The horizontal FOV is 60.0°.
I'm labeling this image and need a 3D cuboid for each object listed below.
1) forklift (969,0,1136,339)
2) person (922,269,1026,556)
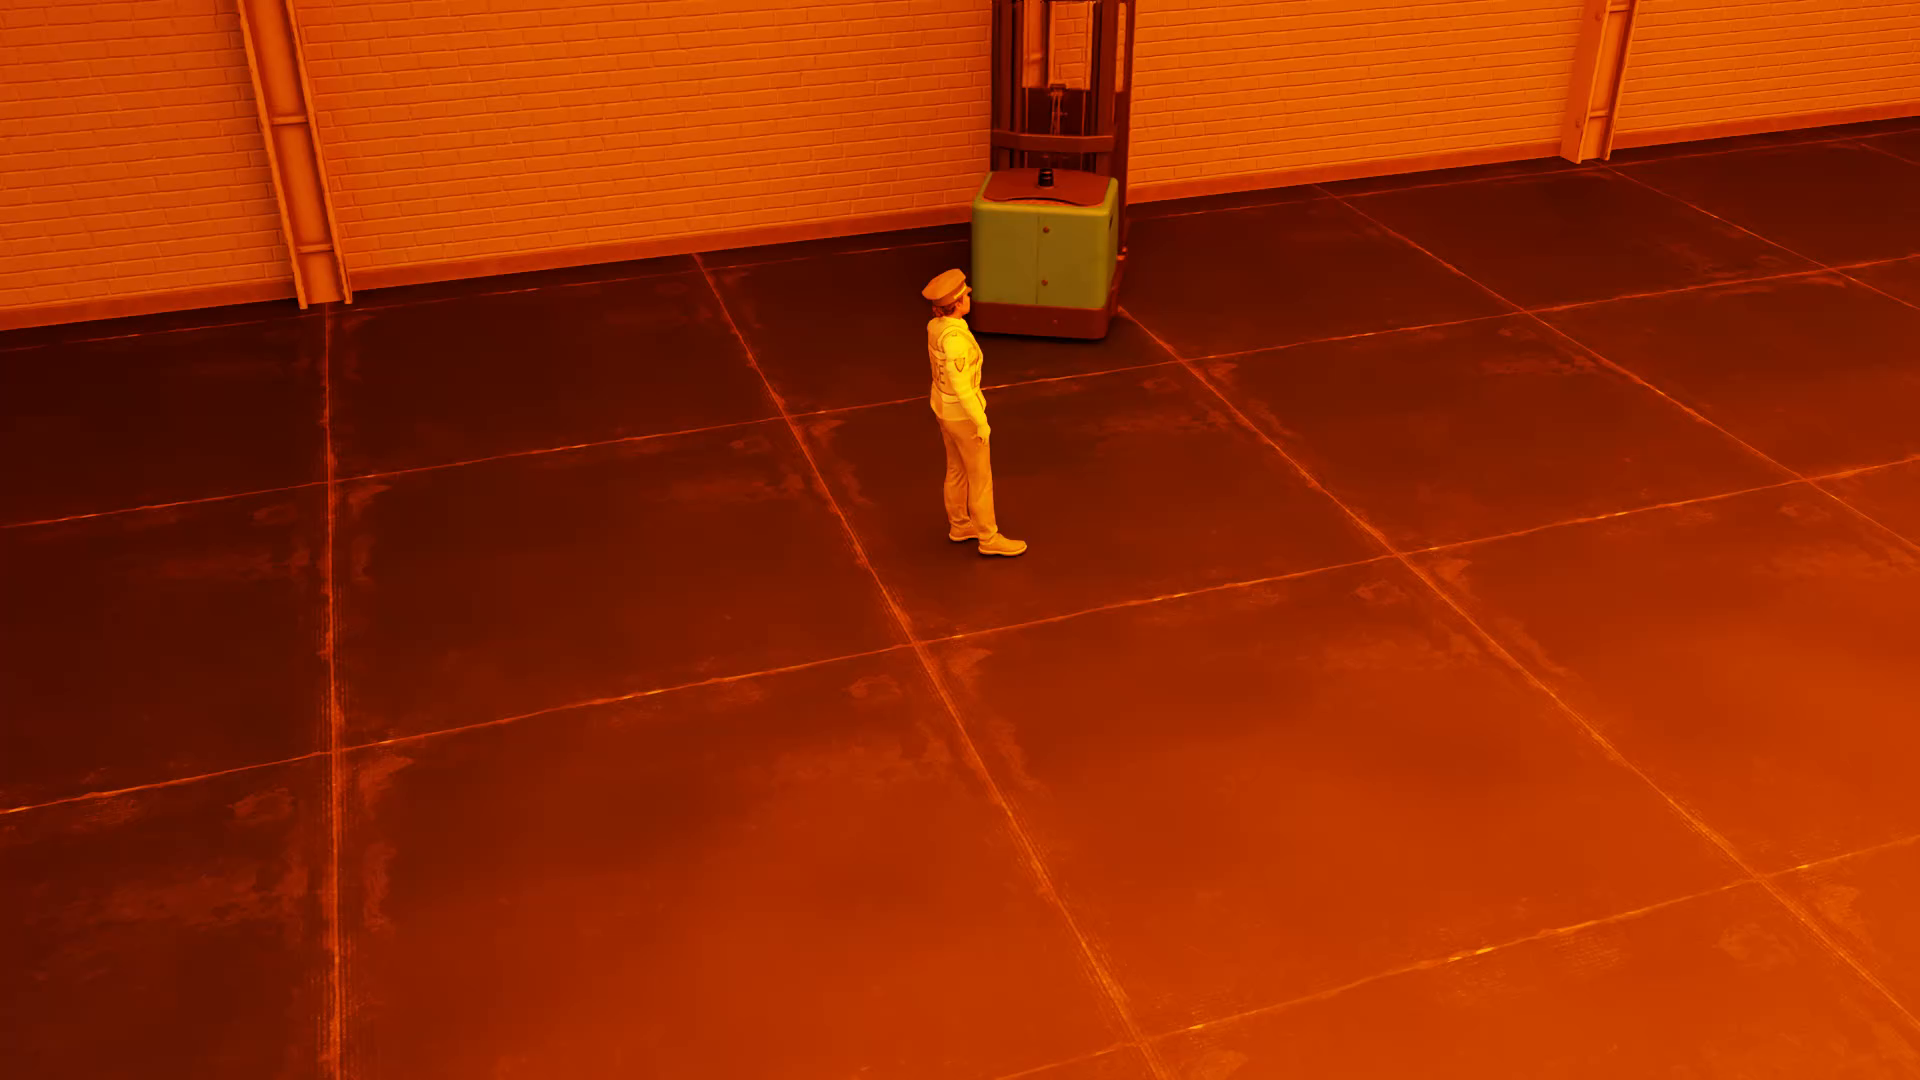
[{"bbox_3d":[0.825,-3.496,13.163,1.130,2.935,3.031,5,30,8],"label":"forklift"},{"bbox_3d":[0.067,-0.748,9.614,0.531,1.695,0.587,-10,31,-16],"label":"person"}]
